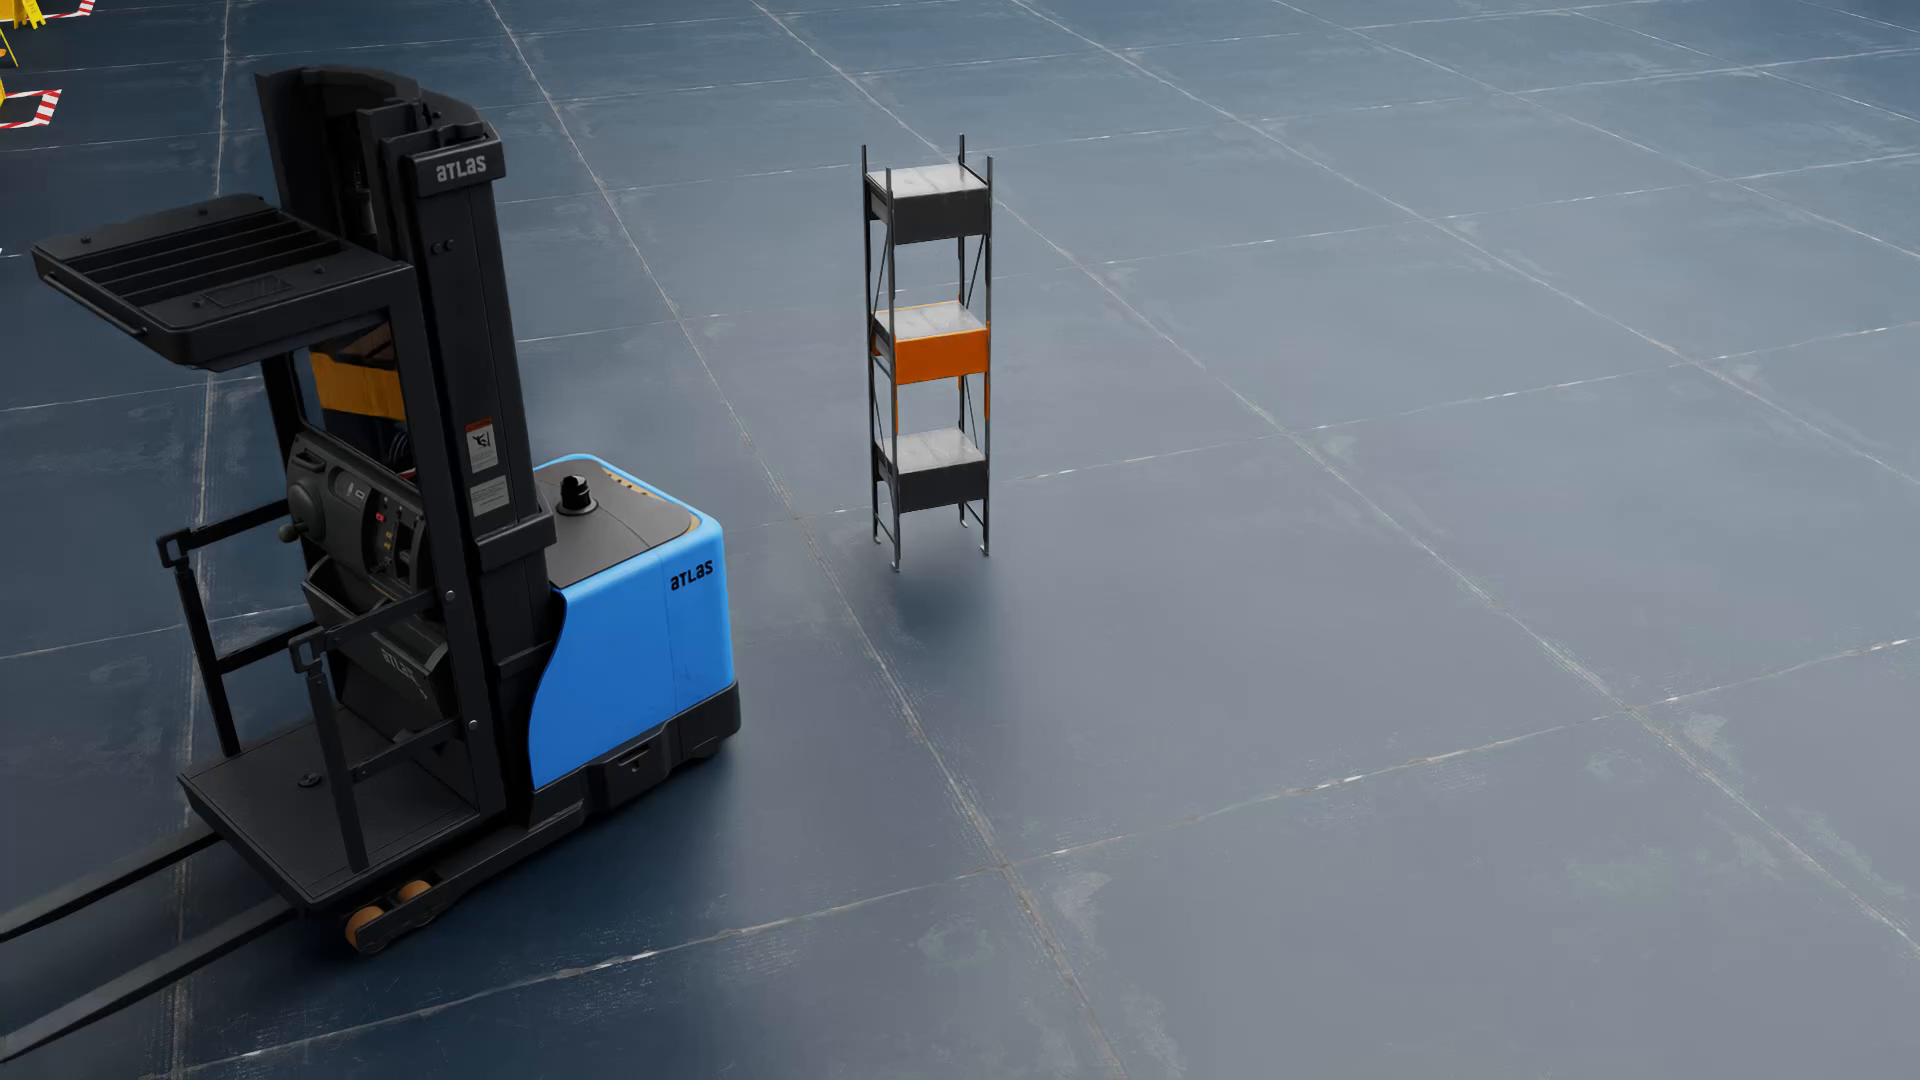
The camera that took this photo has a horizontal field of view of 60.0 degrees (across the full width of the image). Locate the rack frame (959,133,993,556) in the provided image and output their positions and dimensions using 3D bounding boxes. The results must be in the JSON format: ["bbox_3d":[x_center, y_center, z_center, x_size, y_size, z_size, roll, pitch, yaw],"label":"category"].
[{"bbox_3d":[0.074,-0.926,8.254,0.015,2.100,0.400,-10,31,-18],"label":"rack frame"}]

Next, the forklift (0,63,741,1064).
[{"bbox_3d":[-2.326,-0.048,5.873,1.130,2.935,3.031,25,38,37],"label":"forklift"}]

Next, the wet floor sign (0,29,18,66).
[{"bbox_3d":[-10.080,-5.292,17.387,0.232,0.644,0.267,-16,33,-26],"label":"wet floor sign"}]

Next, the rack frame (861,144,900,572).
[{"bbox_3d":[-0.384,-0.842,8.106,0.015,2.100,0.400,-10,31,-18],"label":"rack frame"}]

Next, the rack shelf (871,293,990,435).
[{"bbox_3d":[-0.155,-0.872,8.187,0.480,0.518,0.431,-10,31,-18],"label":"rack shelf"}]

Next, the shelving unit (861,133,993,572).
[{"bbox_3d":[-0.155,-0.884,8.180,0.503,2.100,0.431,-10,31,-18],"label":"shelving unit"}]

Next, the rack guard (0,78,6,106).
[{"bbox_3d":[-9.394,-4.310,15.809,0.348,0.500,1.175,-10,31,-18],"label":"rack guard"}]

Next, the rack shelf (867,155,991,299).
[{"bbox_3d":[-0.155,-1.480,7.840,0.480,0.518,0.431,-10,31,-18],"label":"rack shelf"}]

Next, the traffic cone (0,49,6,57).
[{"bbox_3d":[-10.485,-5.439,17.830,0.334,0.463,0.336,-10,31,-18],"label":"traffic cone"}]

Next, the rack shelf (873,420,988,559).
[{"bbox_3d":[-0.155,-0.264,8.533,0.480,0.518,0.431,-10,31,-18],"label":"rack shelf"}]

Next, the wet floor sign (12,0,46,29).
[{"bbox_3d":[-10.686,-6.184,18.953,0.232,0.644,0.267,0,30,0],"label":"wet floor sign"}]

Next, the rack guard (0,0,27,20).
[{"bbox_3d":[-11.309,-6.571,19.779,0.348,0.500,1.175,-10,31,-18],"label":"rack guard"}]
